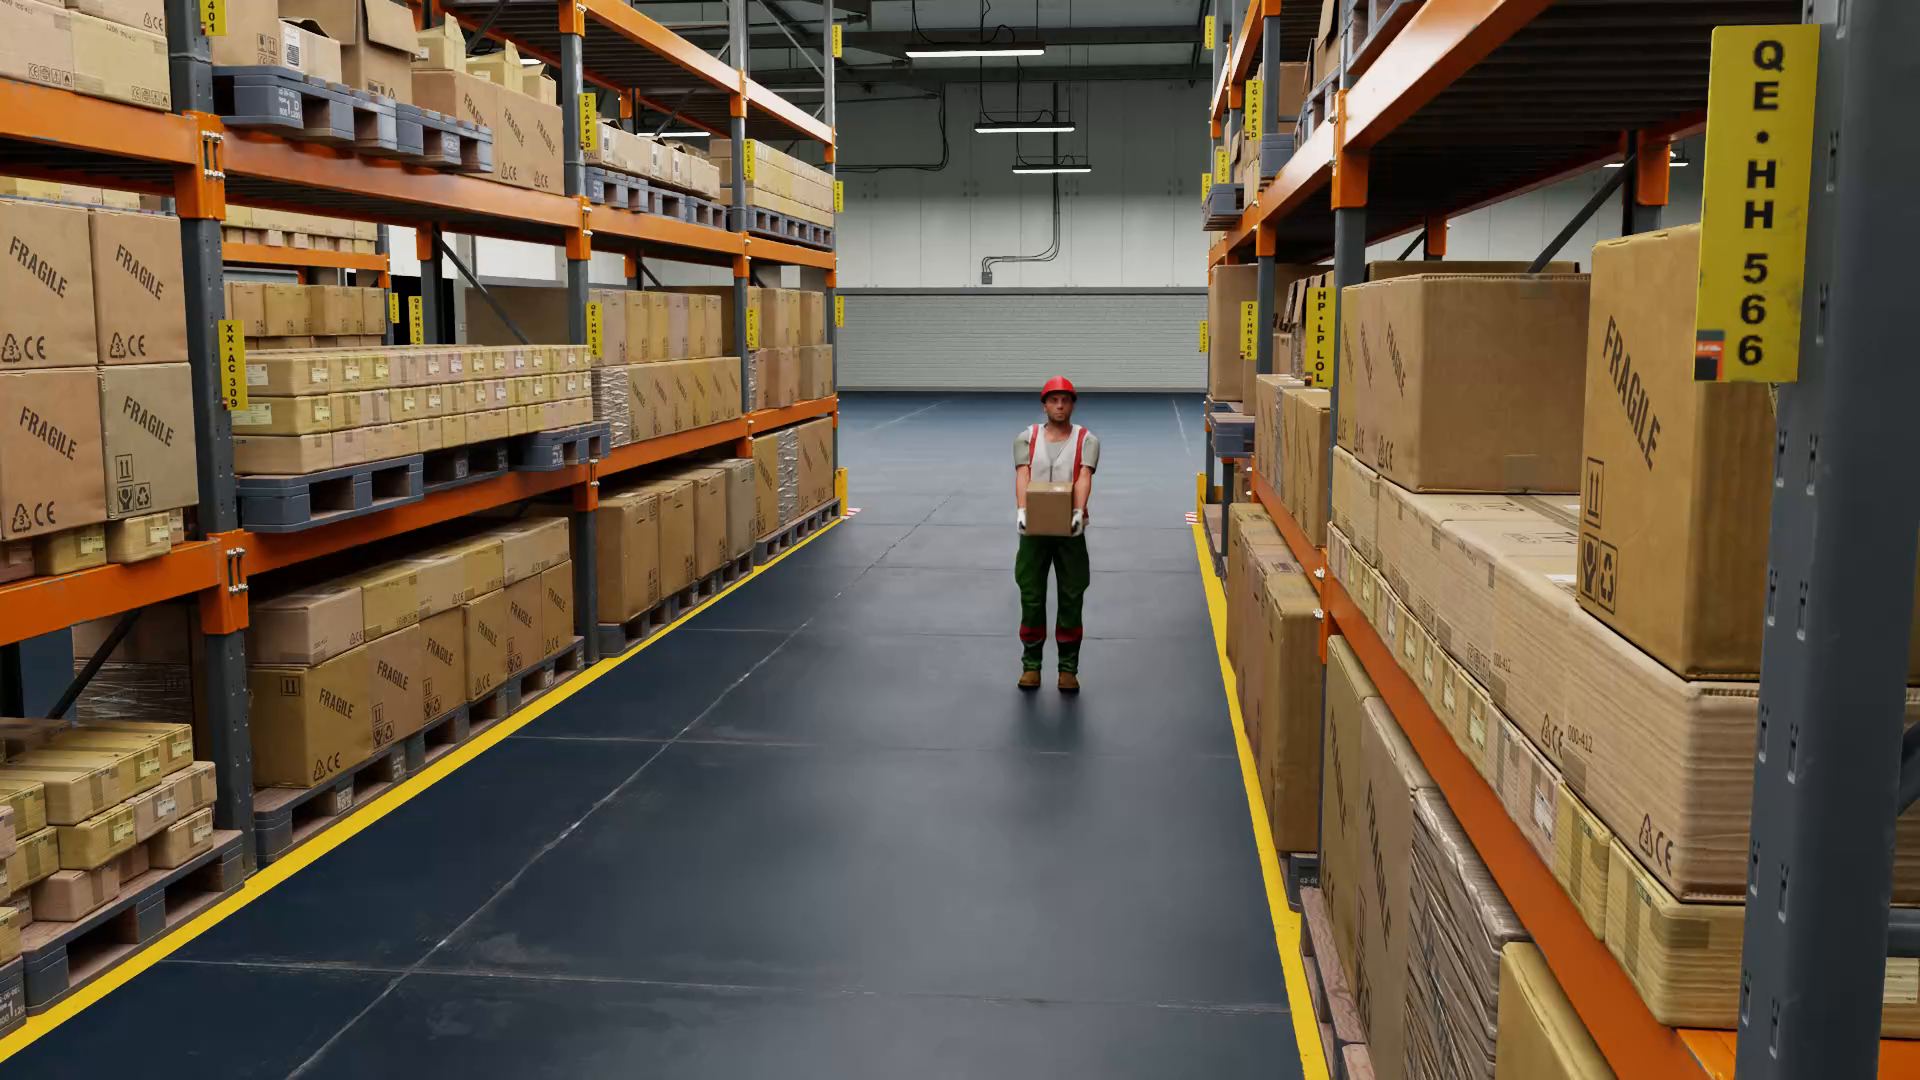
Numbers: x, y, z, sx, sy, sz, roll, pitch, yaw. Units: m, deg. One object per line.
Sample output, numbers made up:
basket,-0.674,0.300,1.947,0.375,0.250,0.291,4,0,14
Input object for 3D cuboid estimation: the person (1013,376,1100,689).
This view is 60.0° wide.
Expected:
person,0.538,-0.032,9.462,0.494,1.782,0.569,1,8,7
